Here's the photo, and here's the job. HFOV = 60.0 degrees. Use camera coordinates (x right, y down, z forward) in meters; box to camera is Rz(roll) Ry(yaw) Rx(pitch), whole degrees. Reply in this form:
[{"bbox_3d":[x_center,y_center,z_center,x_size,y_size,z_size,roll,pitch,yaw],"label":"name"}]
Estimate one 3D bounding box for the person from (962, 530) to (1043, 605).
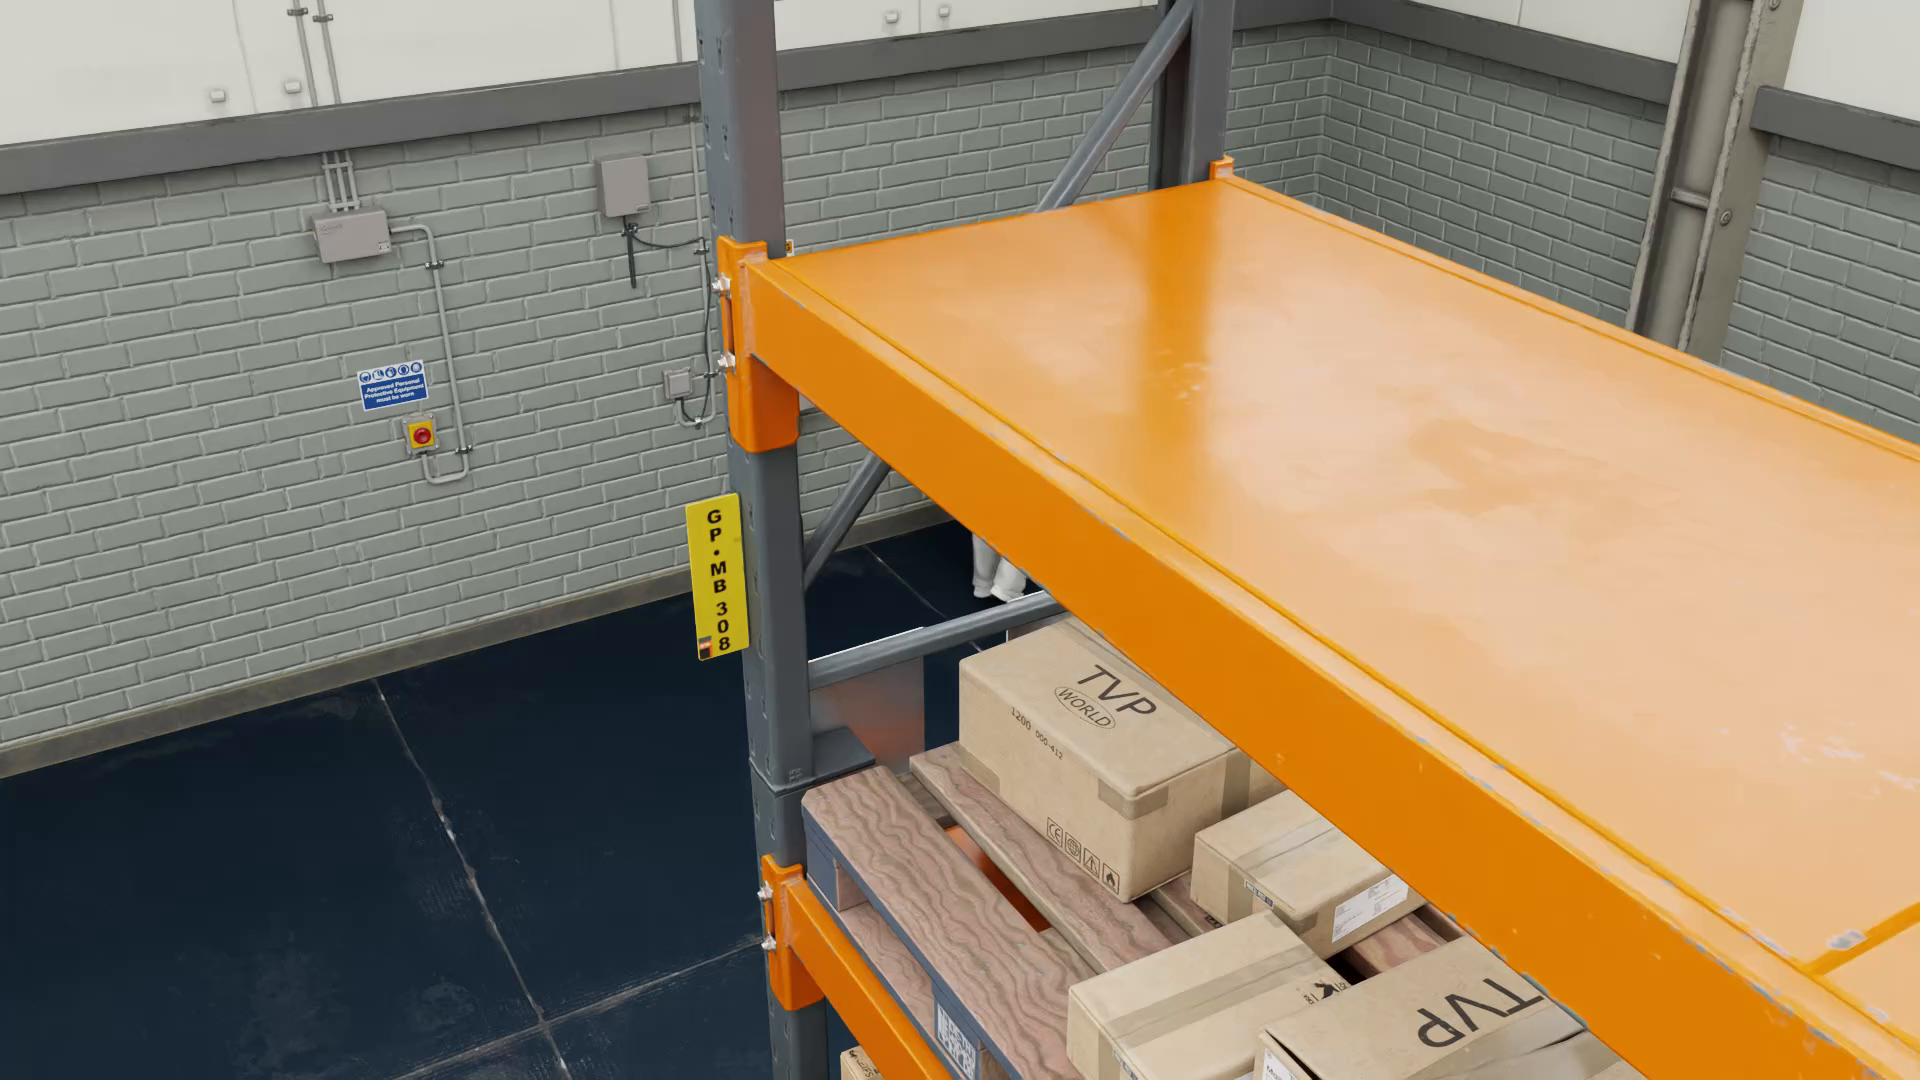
[{"bbox_3d":[0.268,-0.466,9.435,0.489,1.777,0.581,-15,32,-25],"label":"person"}]
